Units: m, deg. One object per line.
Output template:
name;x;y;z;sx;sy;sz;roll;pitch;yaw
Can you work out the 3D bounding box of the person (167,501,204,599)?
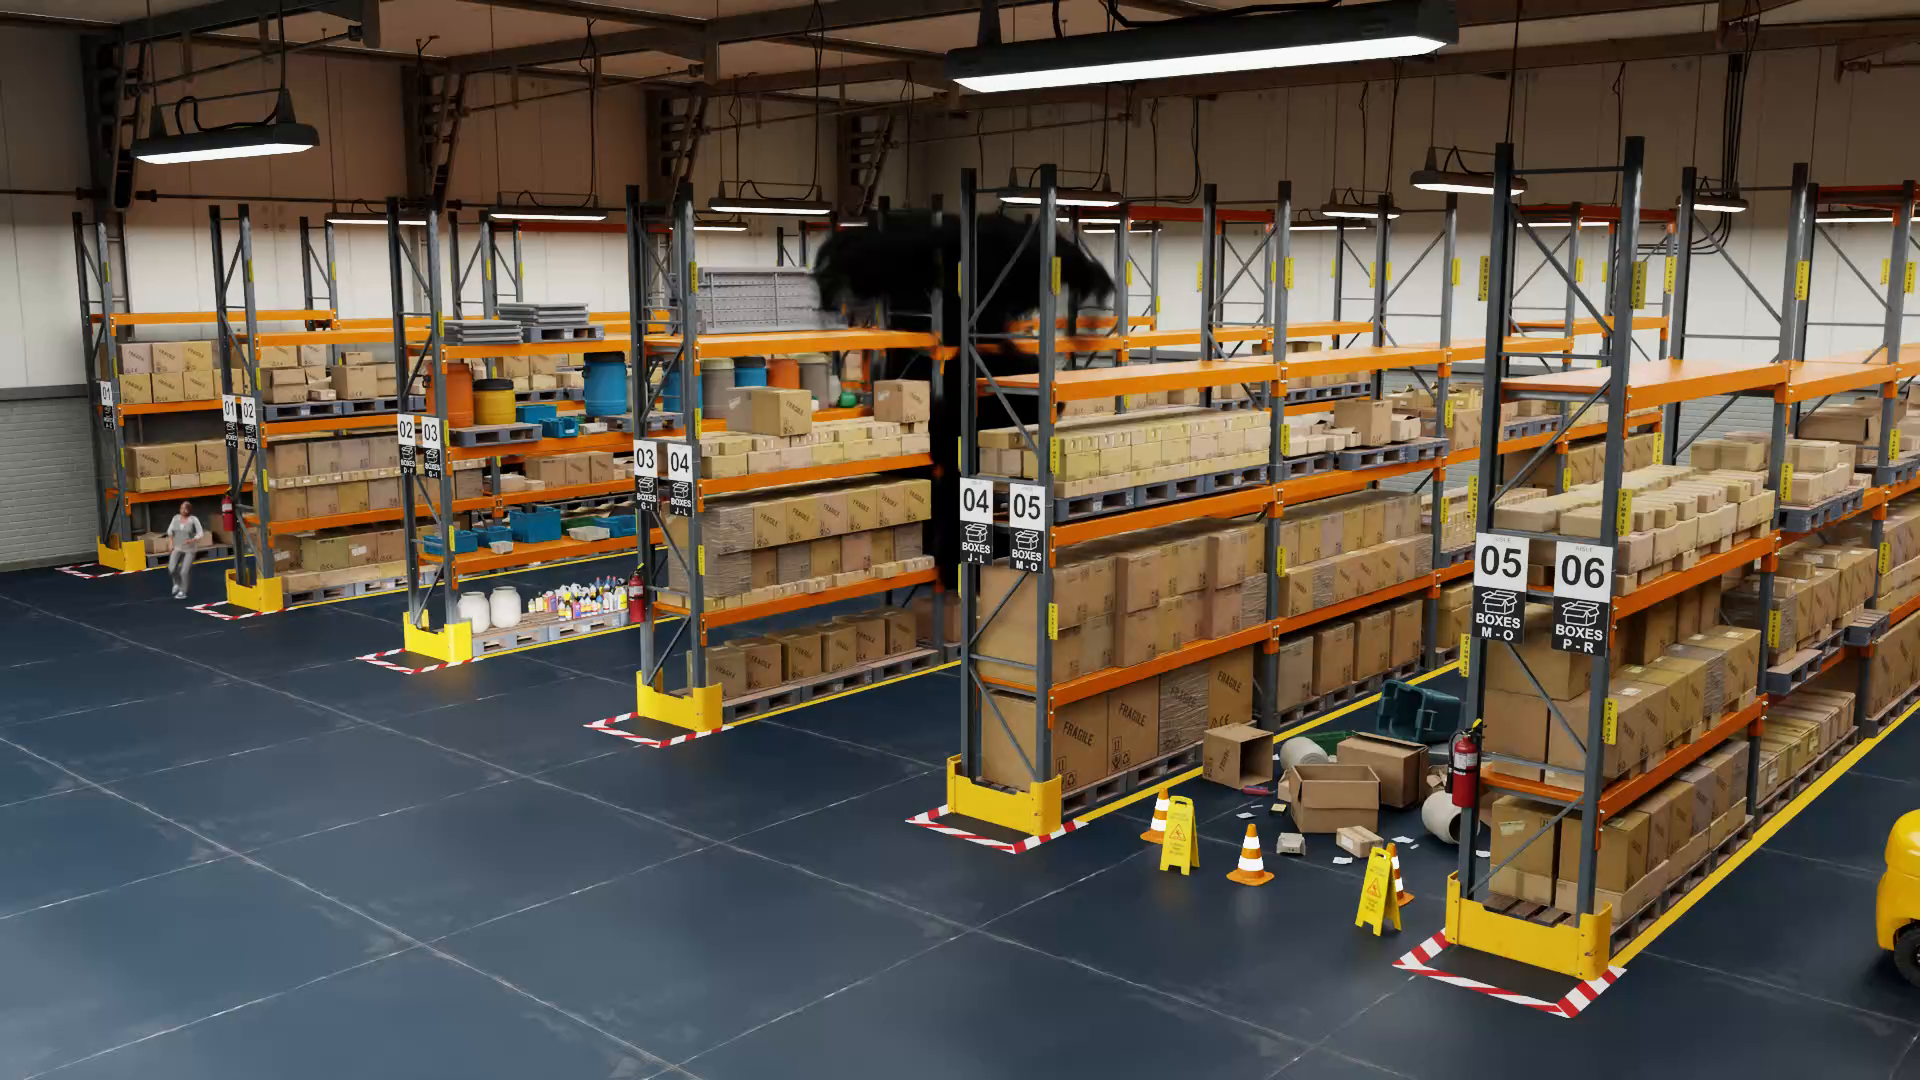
person;-11.954;0.171;25.658;0.559;1.509;0.510;-1;10;-8
